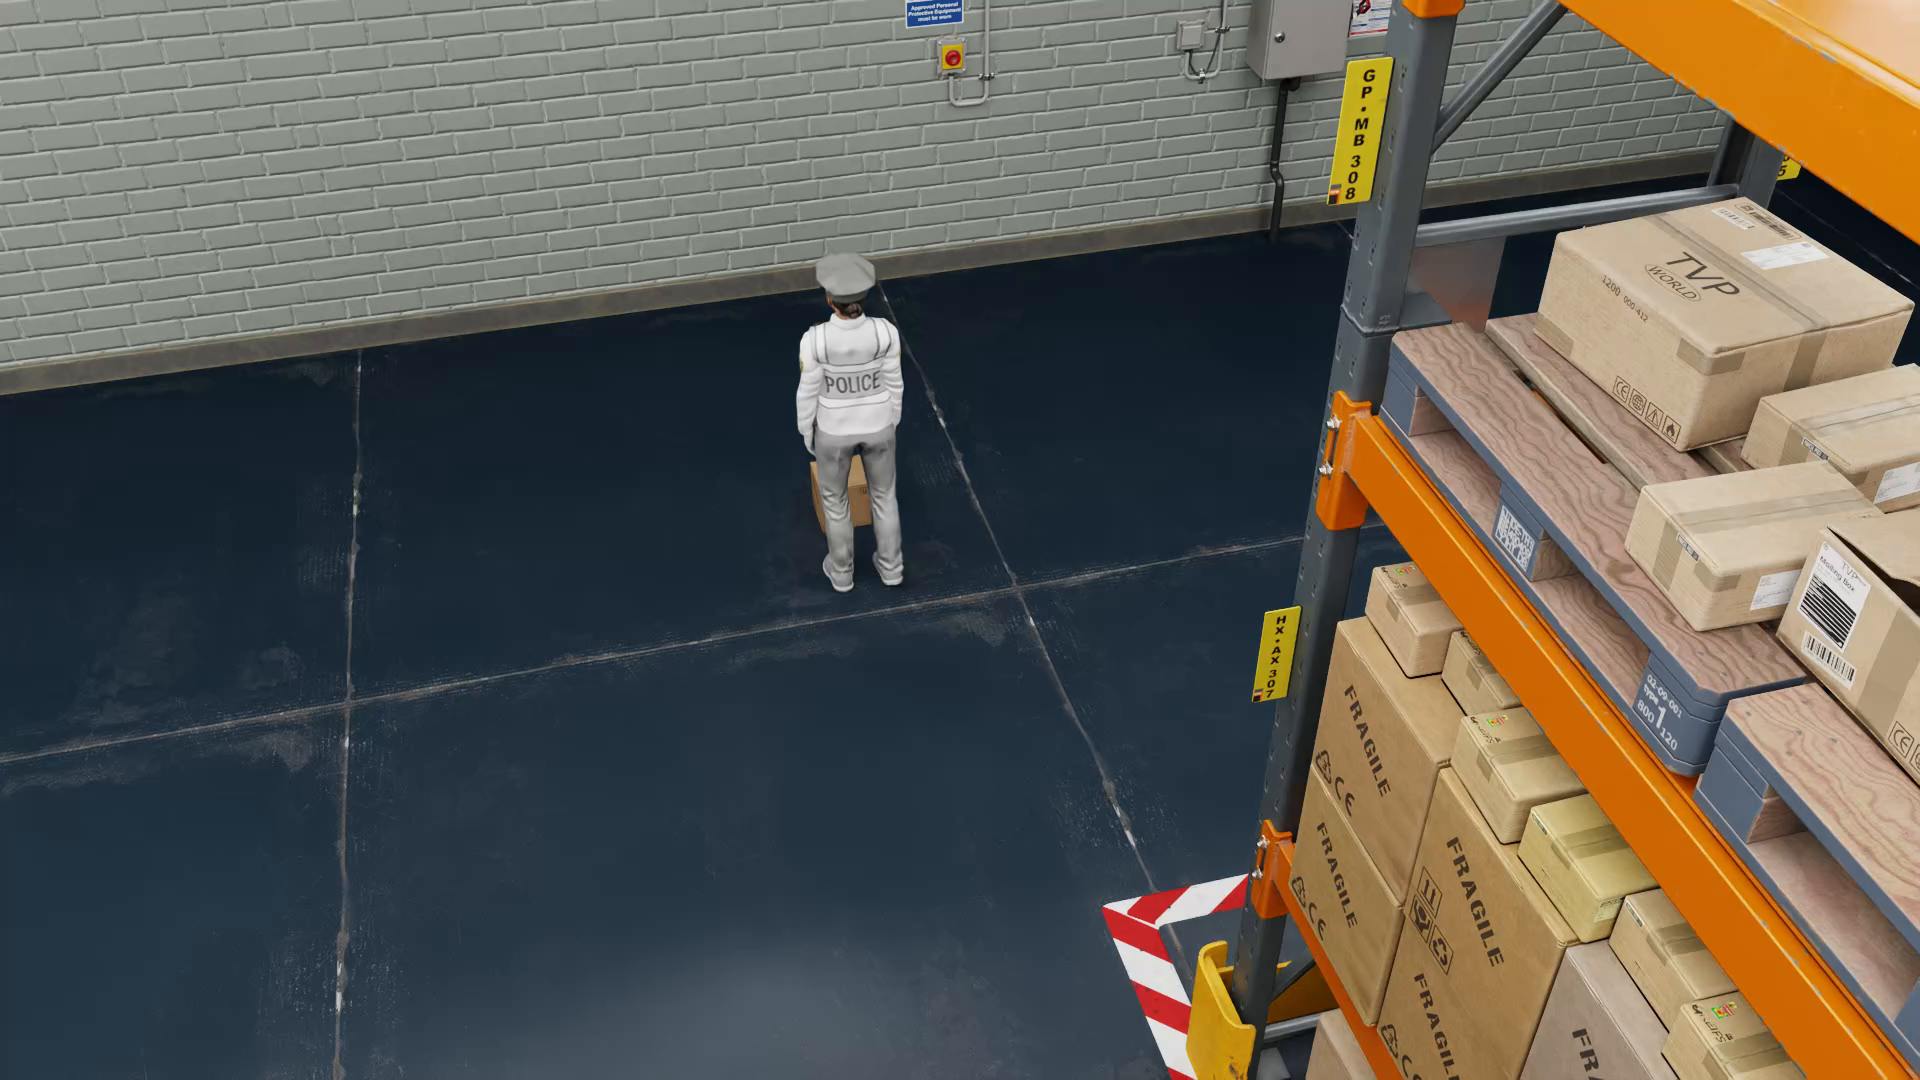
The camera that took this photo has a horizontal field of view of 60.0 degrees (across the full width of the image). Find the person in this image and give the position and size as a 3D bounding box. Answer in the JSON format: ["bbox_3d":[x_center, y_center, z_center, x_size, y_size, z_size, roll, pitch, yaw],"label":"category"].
[{"bbox_3d":[-0.482,-0.492,7.341,0.466,1.692,0.337,-9,39,-11],"label":"person"}]
